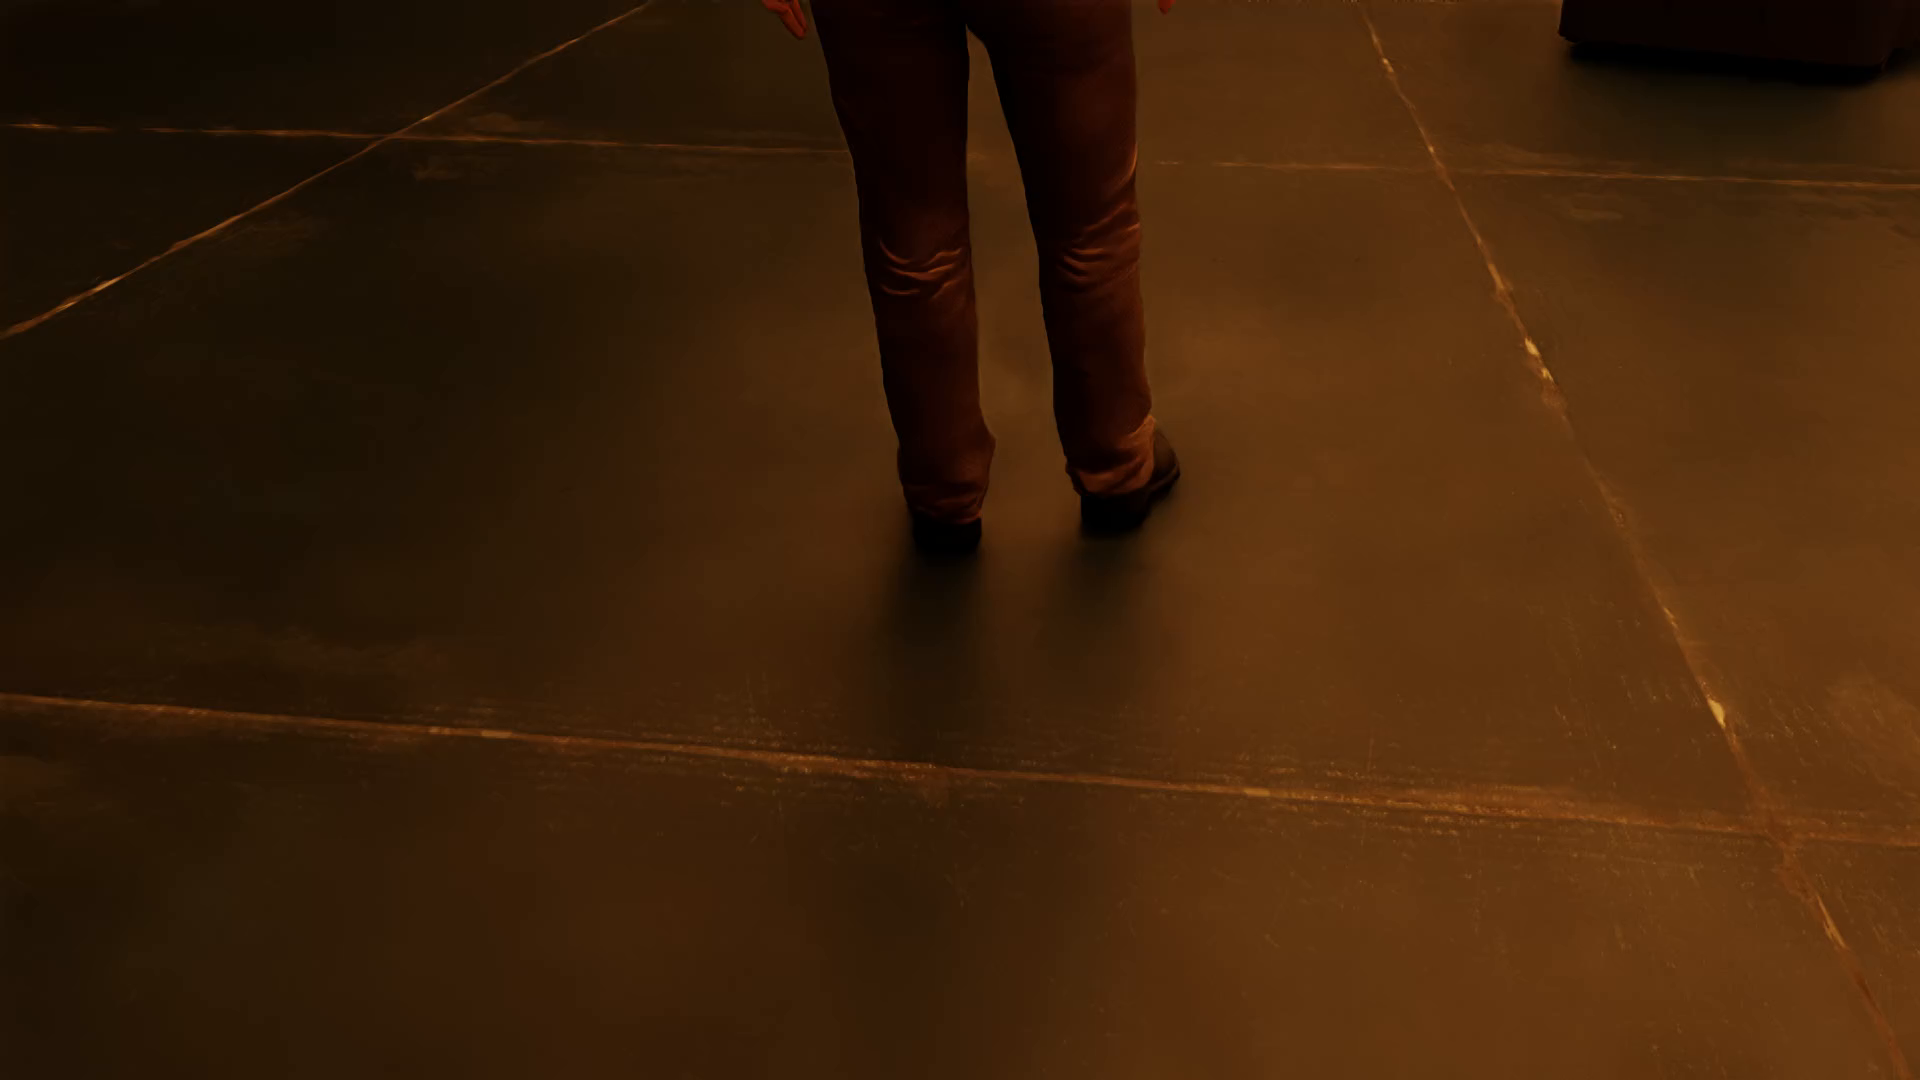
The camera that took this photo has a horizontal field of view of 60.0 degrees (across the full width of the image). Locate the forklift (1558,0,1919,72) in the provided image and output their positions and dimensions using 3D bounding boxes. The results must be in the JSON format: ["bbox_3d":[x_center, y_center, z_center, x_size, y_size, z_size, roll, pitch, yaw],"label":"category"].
[{"bbox_3d":[3.404,-3.467,6.167,1.130,2.935,3.031,17,31,31],"label":"forklift"}]

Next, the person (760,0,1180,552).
[{"bbox_3d":[0.016,-0.804,2.167,0.632,1.720,0.567,3,27,7],"label":"person"}]
